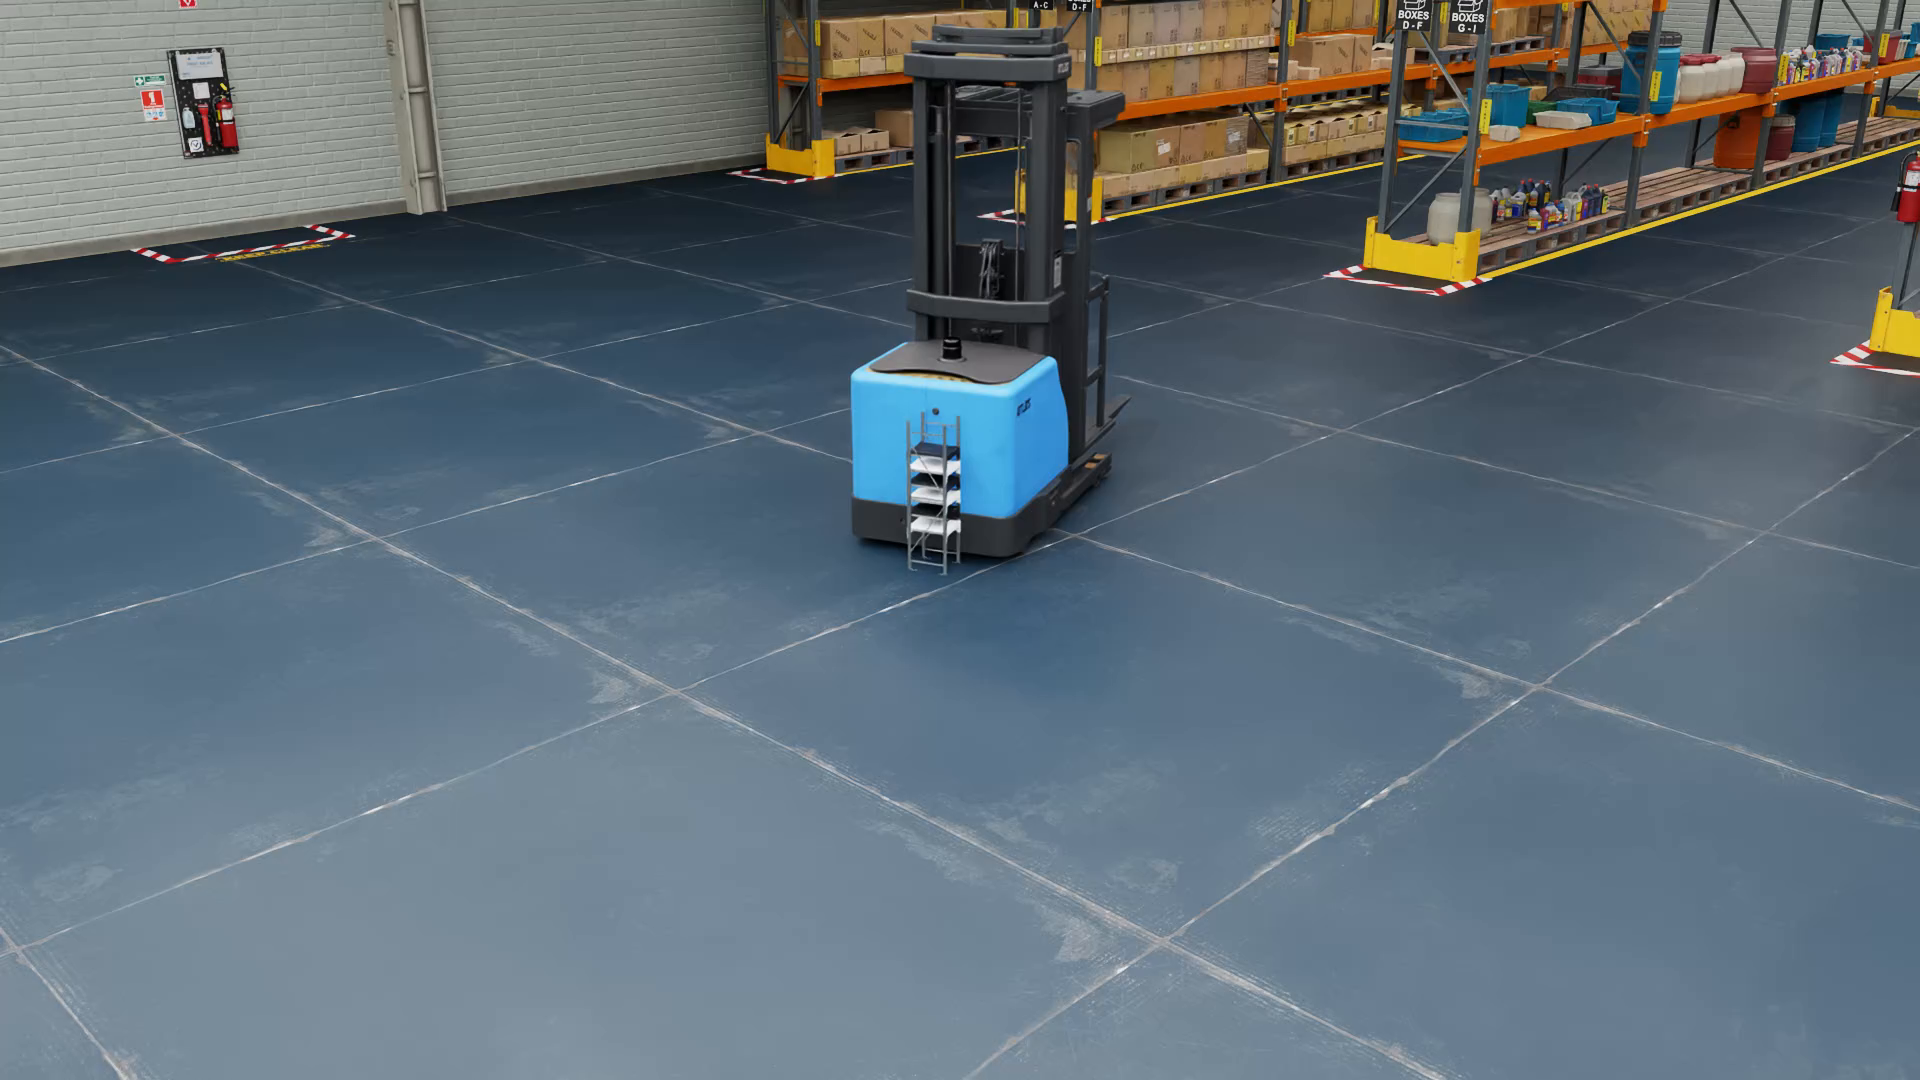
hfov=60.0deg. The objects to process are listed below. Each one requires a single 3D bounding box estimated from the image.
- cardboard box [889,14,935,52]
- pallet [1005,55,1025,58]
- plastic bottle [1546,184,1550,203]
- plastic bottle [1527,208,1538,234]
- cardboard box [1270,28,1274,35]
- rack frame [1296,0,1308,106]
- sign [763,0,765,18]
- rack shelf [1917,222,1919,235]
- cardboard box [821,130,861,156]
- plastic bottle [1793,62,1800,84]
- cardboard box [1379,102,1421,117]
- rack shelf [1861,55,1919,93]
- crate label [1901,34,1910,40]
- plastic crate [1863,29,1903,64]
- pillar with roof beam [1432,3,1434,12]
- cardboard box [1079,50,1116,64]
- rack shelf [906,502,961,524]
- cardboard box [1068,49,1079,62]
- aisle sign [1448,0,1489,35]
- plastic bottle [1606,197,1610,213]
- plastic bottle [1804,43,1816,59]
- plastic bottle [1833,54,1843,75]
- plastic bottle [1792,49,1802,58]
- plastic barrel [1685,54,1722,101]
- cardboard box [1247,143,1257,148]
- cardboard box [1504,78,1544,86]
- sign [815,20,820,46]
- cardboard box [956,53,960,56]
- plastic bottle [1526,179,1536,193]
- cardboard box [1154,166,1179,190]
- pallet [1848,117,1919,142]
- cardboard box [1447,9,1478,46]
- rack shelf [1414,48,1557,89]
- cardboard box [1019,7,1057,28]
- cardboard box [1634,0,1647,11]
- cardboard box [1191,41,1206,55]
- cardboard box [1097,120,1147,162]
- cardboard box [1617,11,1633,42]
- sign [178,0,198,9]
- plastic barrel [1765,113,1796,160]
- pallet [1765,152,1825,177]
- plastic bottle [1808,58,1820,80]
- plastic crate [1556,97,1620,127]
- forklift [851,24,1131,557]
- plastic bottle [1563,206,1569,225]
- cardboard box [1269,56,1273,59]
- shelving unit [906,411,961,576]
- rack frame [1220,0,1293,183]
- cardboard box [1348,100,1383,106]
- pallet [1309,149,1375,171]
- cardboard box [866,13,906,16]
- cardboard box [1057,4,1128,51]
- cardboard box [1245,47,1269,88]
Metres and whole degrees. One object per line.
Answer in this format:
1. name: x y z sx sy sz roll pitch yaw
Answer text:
1. cardboard box: -0.716 -7.375 24.218 0.500 0.500 0.500 -19 28 -40
2. pallet: 1.095 -7.746 26.313 1.003 0.211 1.213 19 28 41
3. plastic bottle: 6.890 -4.044 19.589 0.061 0.283 0.133 19 28 41
4. plastic bottle: 6.254 -3.487 18.156 0.097 0.271 0.097 0 21 0
5. cardboard box: 5.491 -9.257 30.301 0.380 0.149 0.250 19 28 41
6. rack frame: 6.038 -9.732 31.213 1.000 3.000 0.127 19 28 41
7. sign: -2.716 -7.479 23.298 0.100 0.325 0.005 19 28 41
8. rack shelf: 9.709 -3.106 14.978 1.077 0.370 4.000 19 28 41
9. cardboard box: -1.786 -5.753 23.995 0.500 0.311 0.500 15 26 35
10. plastic bottle: 11.329 -6.342 22.555 0.061 0.283 0.133 19 28 41
11. cardboard box: 6.611 -6.443 25.121 0.500 0.311 0.500 -19 28 -41
12. rack shelf: 14.532 -7.430 26.228 1.077 0.370 4.000 19 28 41
13. crate label: 15.519 -8.249 27.505 0.416 0.233 0.303 19 28 41
14. plastic crate: 13.939 -7.477 25.173 0.402 0.464 0.583 19 28 41
15. pillar with roof beam: 13.177 -13.393 32.377 9.100 9.000 0.400 19 28 41
16. cardboard box: 1.647 -5.805 19.952 0.380 0.149 0.250 19 28 40
17. rack shelf: -0.150 -0.148 9.548 0.258 0.077 0.200 8 23 20
18. cardboard box: 1.349 -5.903 20.209 0.380 0.149 0.250 19 28 40
19. aisle sign: 4.925 -5.289 16.031 0.394 0.787 0.004 19 28 41
20. plastic bottle: 7.526 -3.924 19.389 0.097 0.201 0.097 0 21 0
21. plastic bottle: 12.631 -7.209 24.719 0.144 0.351 0.185 19 28 41
22. plastic bottle: 12.487 -6.788 23.728 0.152 0.276 0.135 19 28 41
23. plastic bottle: 12.286 -7.076 24.478 0.152 0.276 0.135 19 28 41
24. plastic barrel: 9.194 -5.750 20.664 0.433 0.535 0.433 0 21 0
25. cardboard box: 4.091 -5.528 23.523 0.500 0.250 0.500 19 28 40
26. cardboard box: 9.785 -7.749 28.925 0.500 0.500 0.500 19 28 41
27. sign: -1.944 -6.915 22.679 0.100 0.325 0.005 19 28 41
28. cardboard box: -0.349 -7.158 24.697 0.500 0.250 0.500 19 28 40
29. plastic bottle: 6.695 -4.061 19.538 0.185 0.351 0.144 -19 28 -41
30. cardboard box: 2.448 -4.661 21.267 0.500 0.250 0.500 19 28 41
31. pallet: 15.324 -6.776 27.411 1.003 0.211 1.213 19 28 41
32. cardboard box: 7.933 -8.085 26.203 0.500 0.500 0.700 -14 25 -32
33. rack shelf: 8.195 -7.643 26.781 1.077 0.370 4.000 19 28 41
34. cardboard box: 1.232 -8.191 26.453 0.500 0.500 0.700 -17 27 -37
35. cardboard box: 11.915 -9.721 29.652 0.500 0.500 0.500 -19 28 -41
36. cardboard box: 2.903 -6.267 21.156 0.250 0.149 0.380 -19 28 -40
37. cardboard box: 2.067 -5.144 21.478 0.500 0.500 0.500 19 28 41
38. cardboard box: 11.552 -9.123 29.490 0.500 0.500 0.500 20 28 41
39. sign: -8.478 -5.980 18.222 0.001 0.298 0.199 19 28 41
40. plastic barrel: 11.463 -5.715 23.537 0.600 0.588 0.708 19 28 41
41. pallet: 11.717 -5.447 23.953 1.003 0.211 1.213 19 28 41
42. plastic bottle: 11.847 -6.553 23.115 0.152 0.276 0.135 19 28 41
43. plastic crate: 6.978 -4.774 18.521 0.499 0.251 0.616 19 28 41
44. forklift: 0.373 -1.764 10.579 1.130 2.935 3.031 8 23 20
45. plastic bottle: 6.775 -3.647 18.669 0.097 0.201 0.097 0 21 0
46. cardboard box: 4.491 -6.646 23.371 0.396 0.266 0.258 18 28 39
47. shelving unit: -0.150 -0.263 9.504 0.258 0.900 0.210 8 23 20
48. rack frame: 4.009 -6.436 22.639 1.000 3.000 0.127 19 28 41
49. cardboard box: 6.224 -6.578 25.473 0.500 0.311 0.500 -19 28 -40
50. pallet: 5.347 -5.649 24.477 1.003 0.211 1.213 19 28 41
51. cardboard box: -1.089 -7.501 24.545 0.500 0.500 0.500 -20 29 -41
52. cardboard box: 1.591 -6.191 20.053 0.700 0.500 0.500 19 28 41
53. cardboard box: 3.704 -6.367 22.320 0.700 0.500 0.500 18 28 39
